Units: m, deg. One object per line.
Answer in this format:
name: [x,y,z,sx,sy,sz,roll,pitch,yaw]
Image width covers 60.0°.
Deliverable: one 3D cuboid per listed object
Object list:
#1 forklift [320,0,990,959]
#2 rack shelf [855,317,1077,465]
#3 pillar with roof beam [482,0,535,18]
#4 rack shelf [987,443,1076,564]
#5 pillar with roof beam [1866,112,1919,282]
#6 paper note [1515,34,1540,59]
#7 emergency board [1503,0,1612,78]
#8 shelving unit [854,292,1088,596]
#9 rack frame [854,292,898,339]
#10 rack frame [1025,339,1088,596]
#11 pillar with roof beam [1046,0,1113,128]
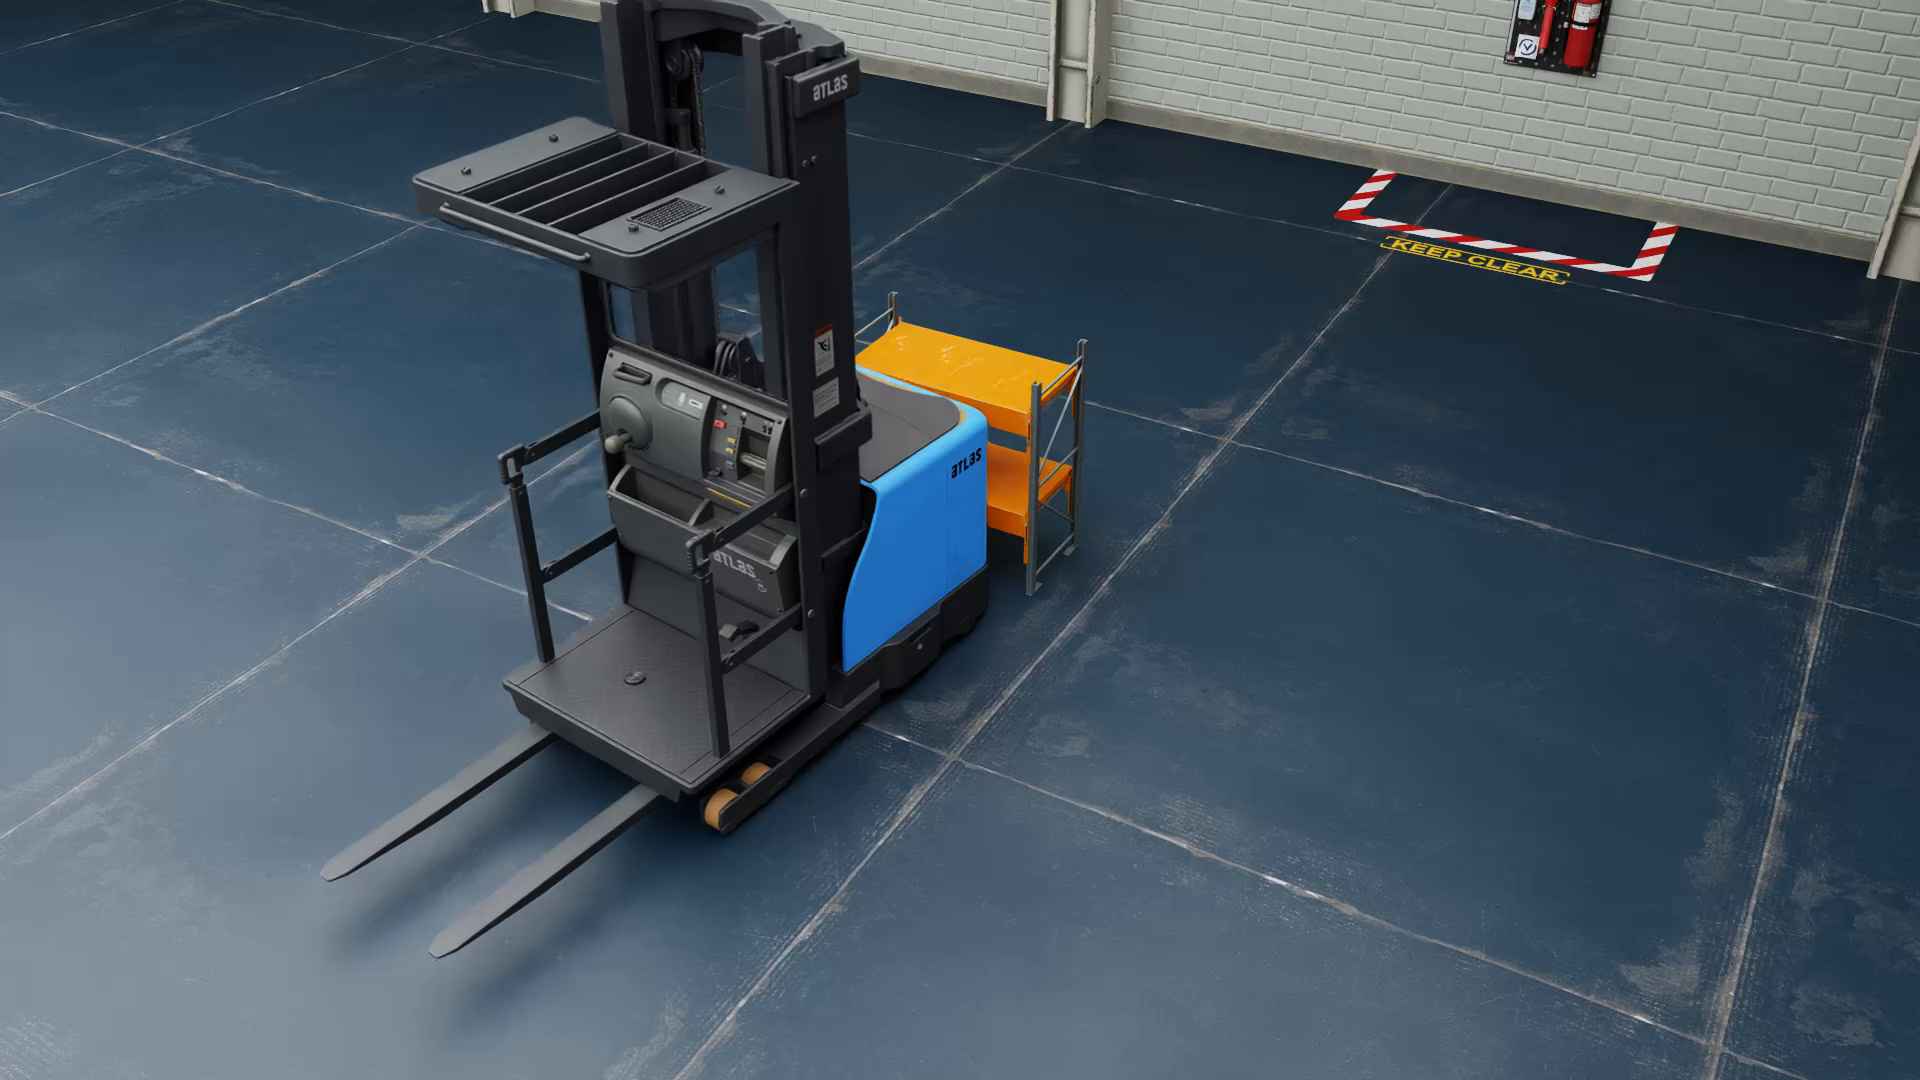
forklift: [-1.150,-0.384,6.182,1.130,2.935,3.031,23,40,30]
rack shelf: [0.006,-0.710,7.773,1.000,0.278,0.538,18,37,24]
pillar with roof beam: [-6.408,-6.703,10.198,0.400,9.000,9.100,18,37,24]
rack shelf: [0.006,-0.263,8.071,1.000,0.278,0.538,18,37,24]
pillar with roof beam: [4.010,-3.403,5.242,0.400,9.000,9.100,18,37,24]
paper note: [3.900,-3.391,11.431,0.142,0.148,0.016,18,37,24]
emergency board: [4.020,-3.676,11.064,0.643,1.169,0.194,18,37,24]
shelving unit: [0.006,-0.466,7.935,1.048,1.125,0.538,18,37,24]
rack frame: [-0.435,-0.606,8.145,0.032,1.125,0.500,18,37,24]
rack frame: [0.447,-0.327,7.725,0.032,1.125,0.500,18,37,24]
pillar with roof beam: [-1.199,-5.053,7.720,0.400,9.000,9.100,18,37,24]
